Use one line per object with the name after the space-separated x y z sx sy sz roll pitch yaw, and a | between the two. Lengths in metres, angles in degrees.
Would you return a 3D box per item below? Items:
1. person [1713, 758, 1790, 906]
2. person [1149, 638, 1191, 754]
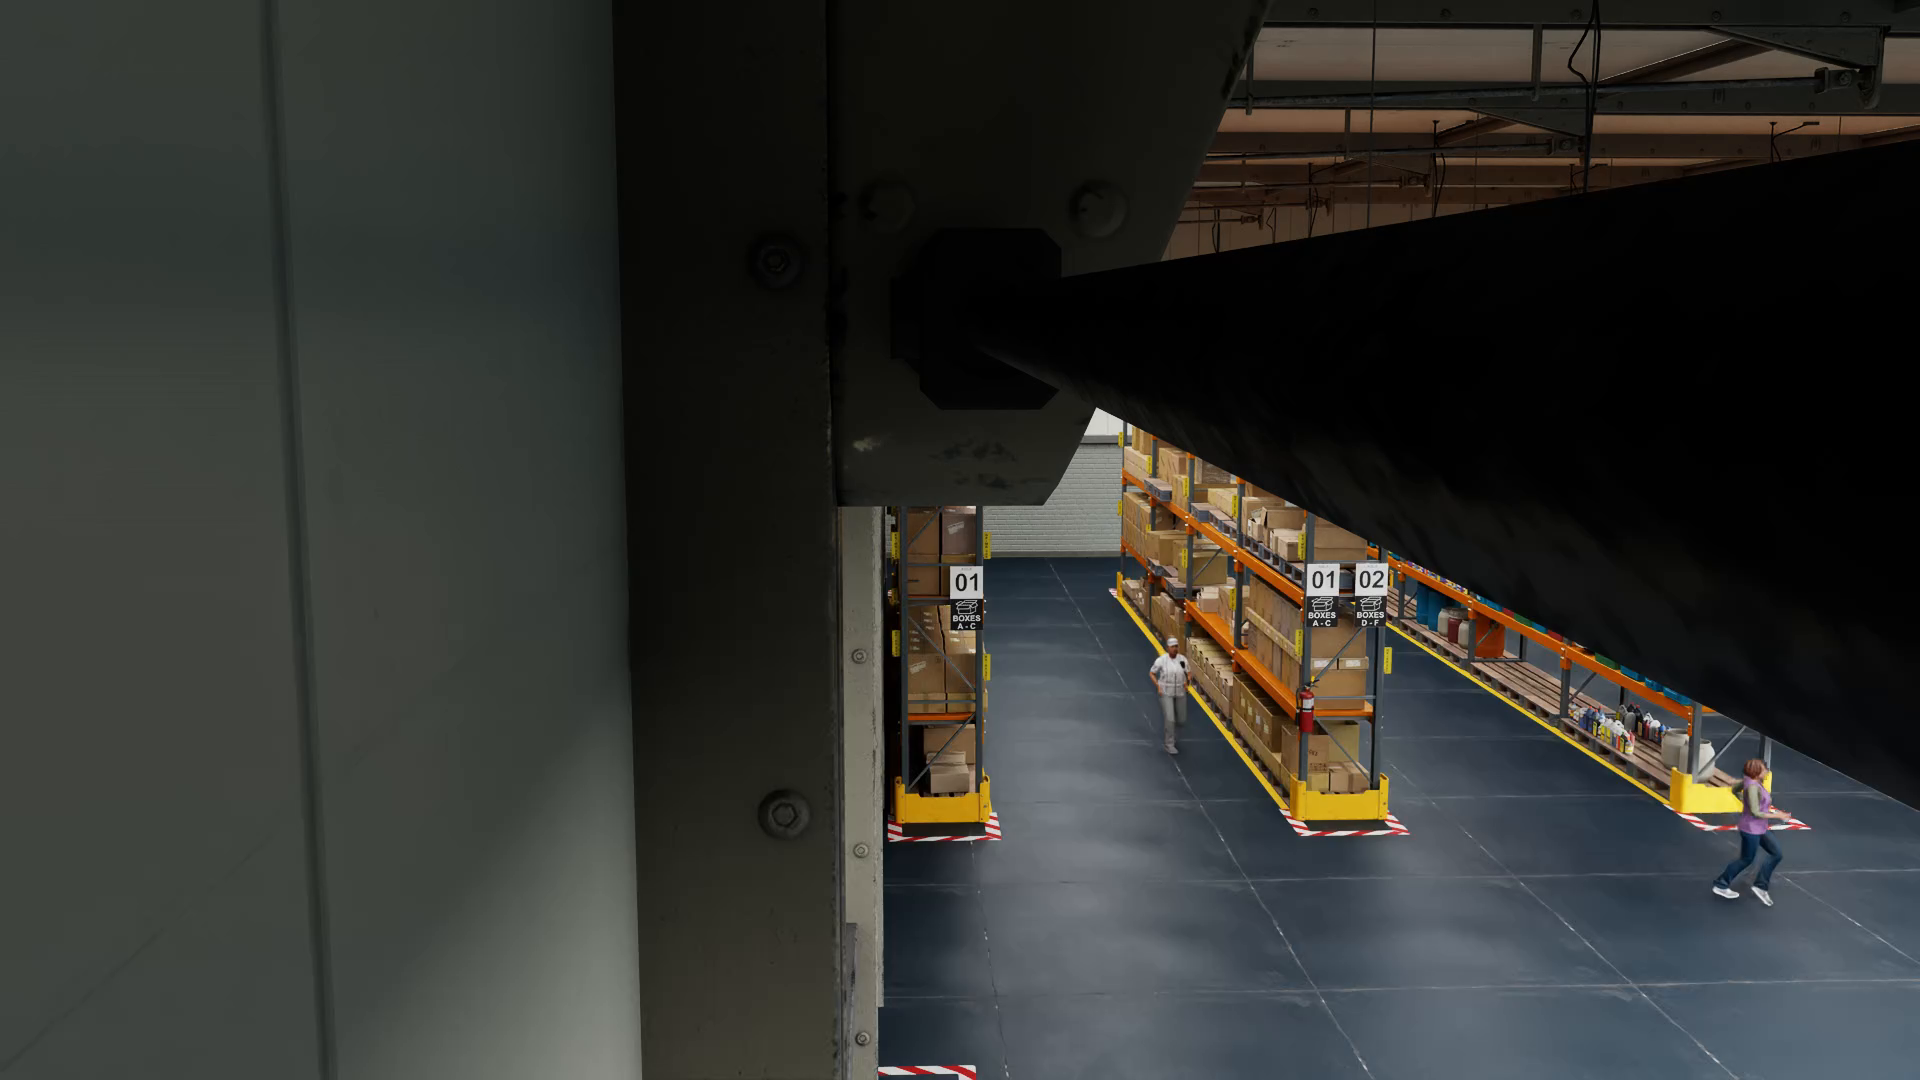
8.416 3.092 17.661 0.690 1.609 0.546 5 9 29 | person
3.020 2.206 23.774 0.613 1.607 0.654 -1 8 -9 | person
